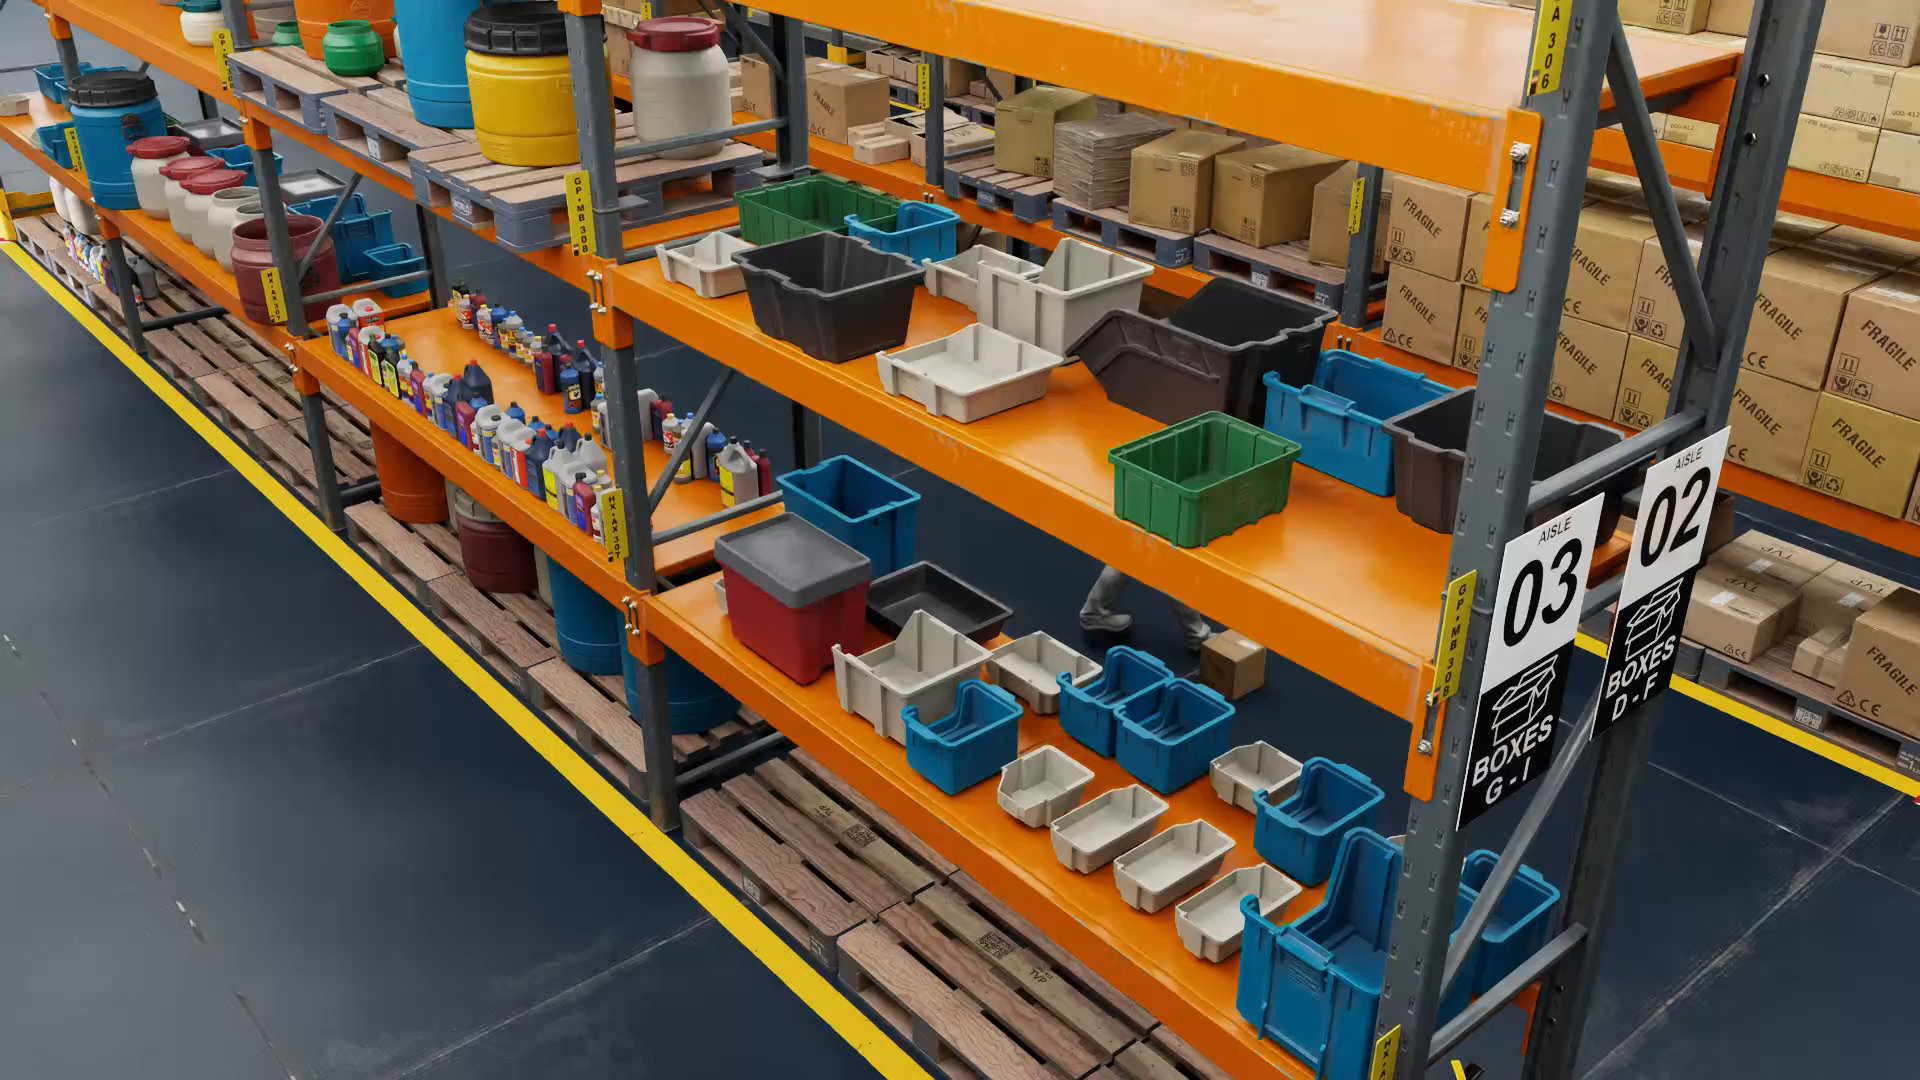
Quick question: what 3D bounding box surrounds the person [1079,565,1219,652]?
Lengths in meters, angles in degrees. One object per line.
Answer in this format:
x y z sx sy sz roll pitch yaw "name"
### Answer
1.121 -0.194 8.961 0.908 1.742 0.666 6 29 10 "person"
